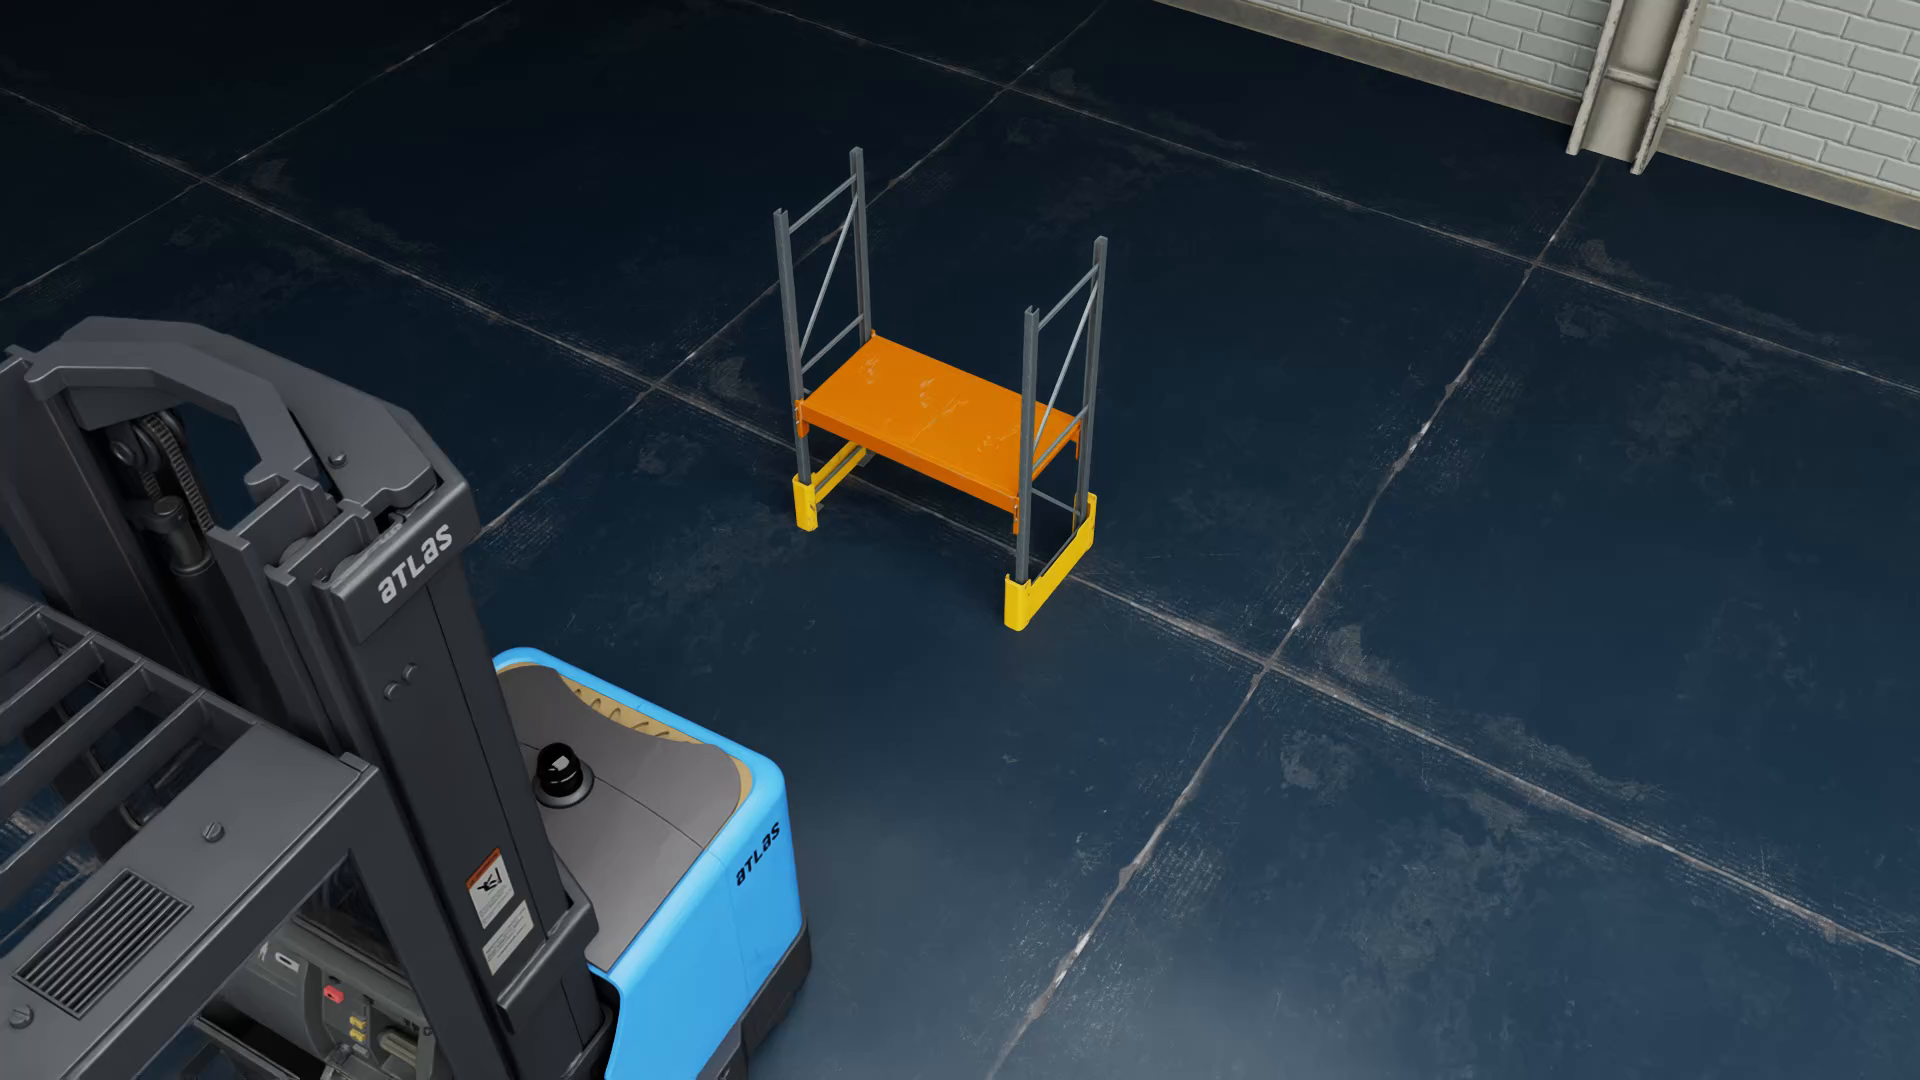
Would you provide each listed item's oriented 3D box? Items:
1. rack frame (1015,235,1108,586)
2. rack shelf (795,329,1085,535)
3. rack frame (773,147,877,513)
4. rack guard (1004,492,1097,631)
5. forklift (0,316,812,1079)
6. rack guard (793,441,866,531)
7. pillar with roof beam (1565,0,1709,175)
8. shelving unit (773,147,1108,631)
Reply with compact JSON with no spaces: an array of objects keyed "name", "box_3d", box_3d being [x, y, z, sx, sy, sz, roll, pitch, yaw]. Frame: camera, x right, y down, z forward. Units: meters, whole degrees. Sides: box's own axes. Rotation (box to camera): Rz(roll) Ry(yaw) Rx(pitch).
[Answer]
[{"name":"rack frame","box_3d":[0.356,-0.359,6.053,0.032,1.500,0.500,25,51,22]},{"name":"rack shelf","box_3d":[-0.072,-0.430,6.373,1.000,0.185,0.538,25,51,22]},{"name":"rack frame","box_3d":[-0.500,-0.753,6.435,0.032,1.500,0.500,25,51,22]},{"name":"rack guard","box_3d":[0.355,0.076,6.502,0.087,0.250,0.587,25,51,22]},{"name":"forklift","box_3d":[-1.633,1.115,3.623,1.130,2.935,3.031,22,50,20]},{"name":"rack guard","box_3d":[-0.483,-0.309,6.876,0.087,0.250,0.587,25,51,22]},{"name":"pillar with roof beam","box_3d":[1.101,-2.588,2.990,0.400,9.000,9.100,25,51,22]},{"name":"shelving unit","box_3d":[-0.064,-0.552,6.241,1.083,1.500,0.587,25,51,22]}]
